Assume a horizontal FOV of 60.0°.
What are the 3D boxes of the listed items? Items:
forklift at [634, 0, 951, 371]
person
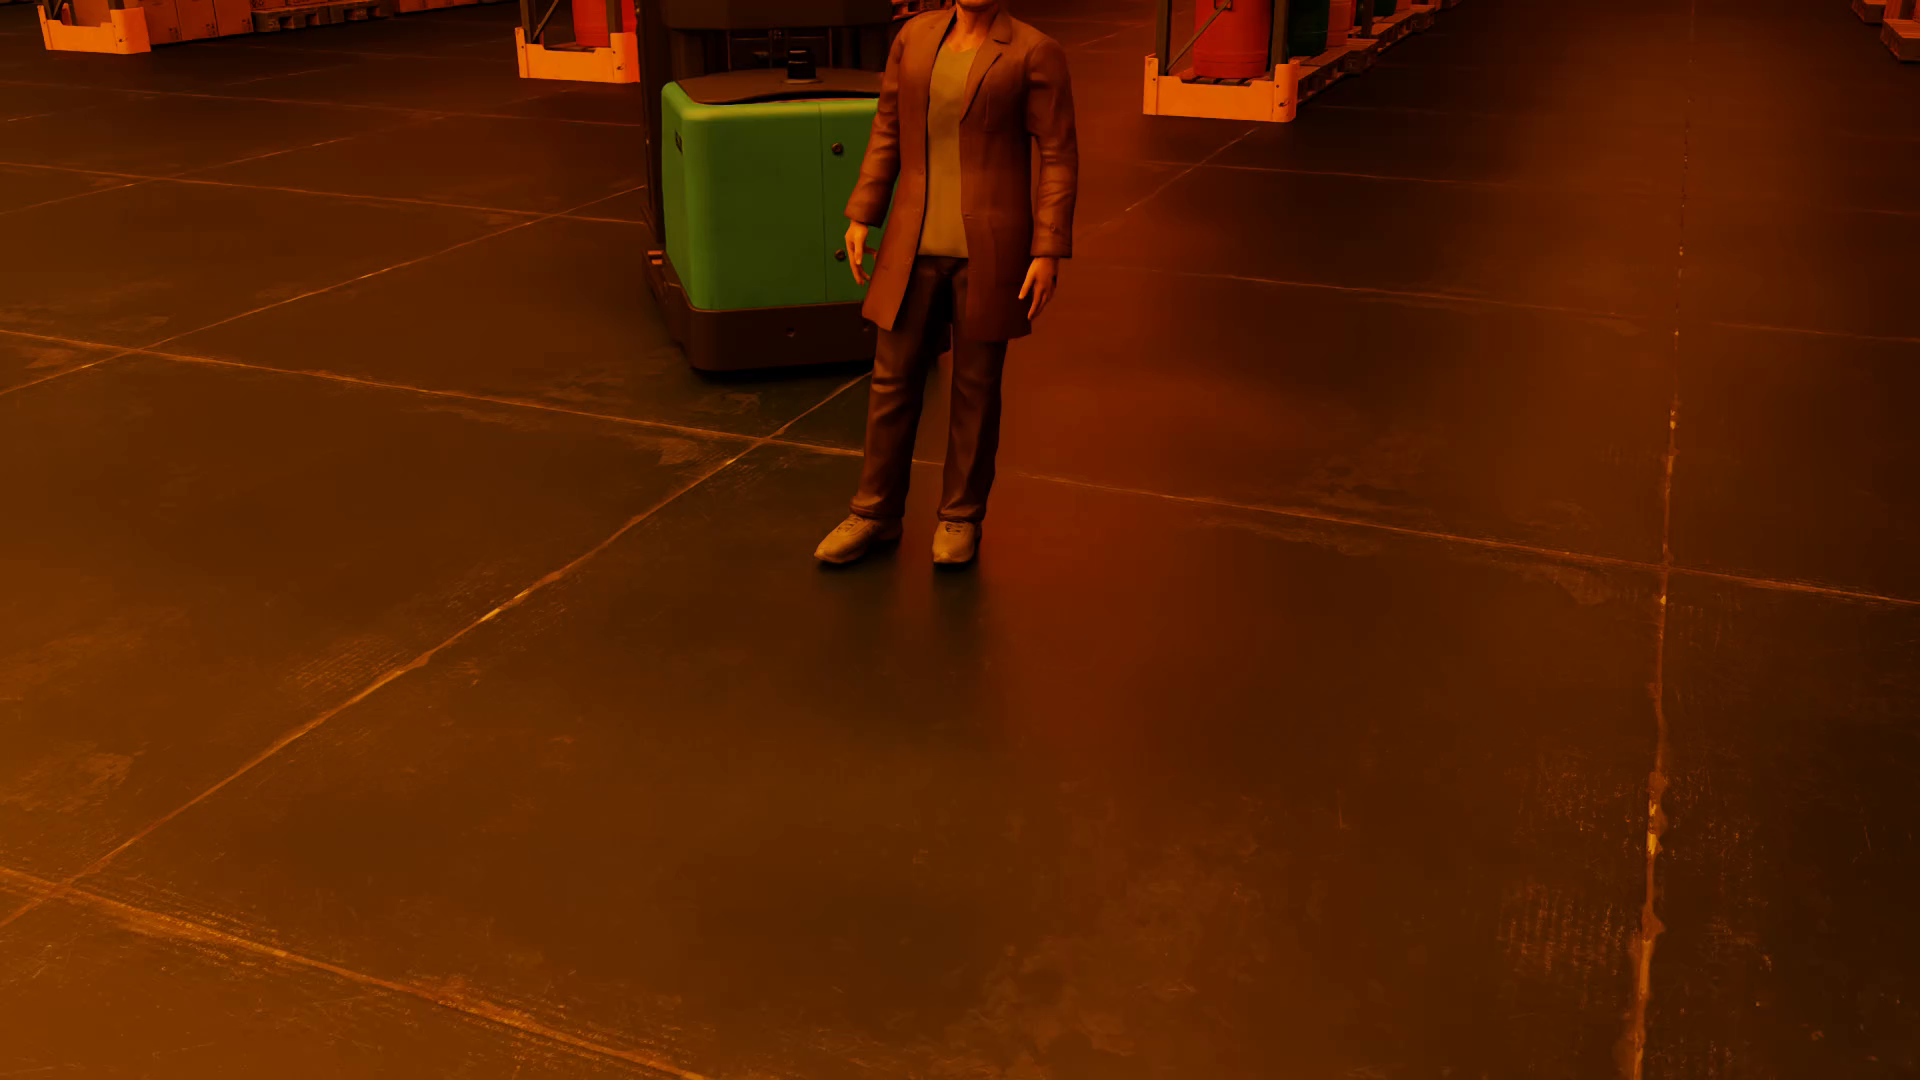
[{"bbox_3d":[-0.917,-2.550,7.393,1.130,2.935,3.031,-6,23,-14],"label":"forklift"},{"bbox_3d":[-0.039,-0.795,4.672,0.694,1.775,0.582,9,24,21],"label":"person"}]
